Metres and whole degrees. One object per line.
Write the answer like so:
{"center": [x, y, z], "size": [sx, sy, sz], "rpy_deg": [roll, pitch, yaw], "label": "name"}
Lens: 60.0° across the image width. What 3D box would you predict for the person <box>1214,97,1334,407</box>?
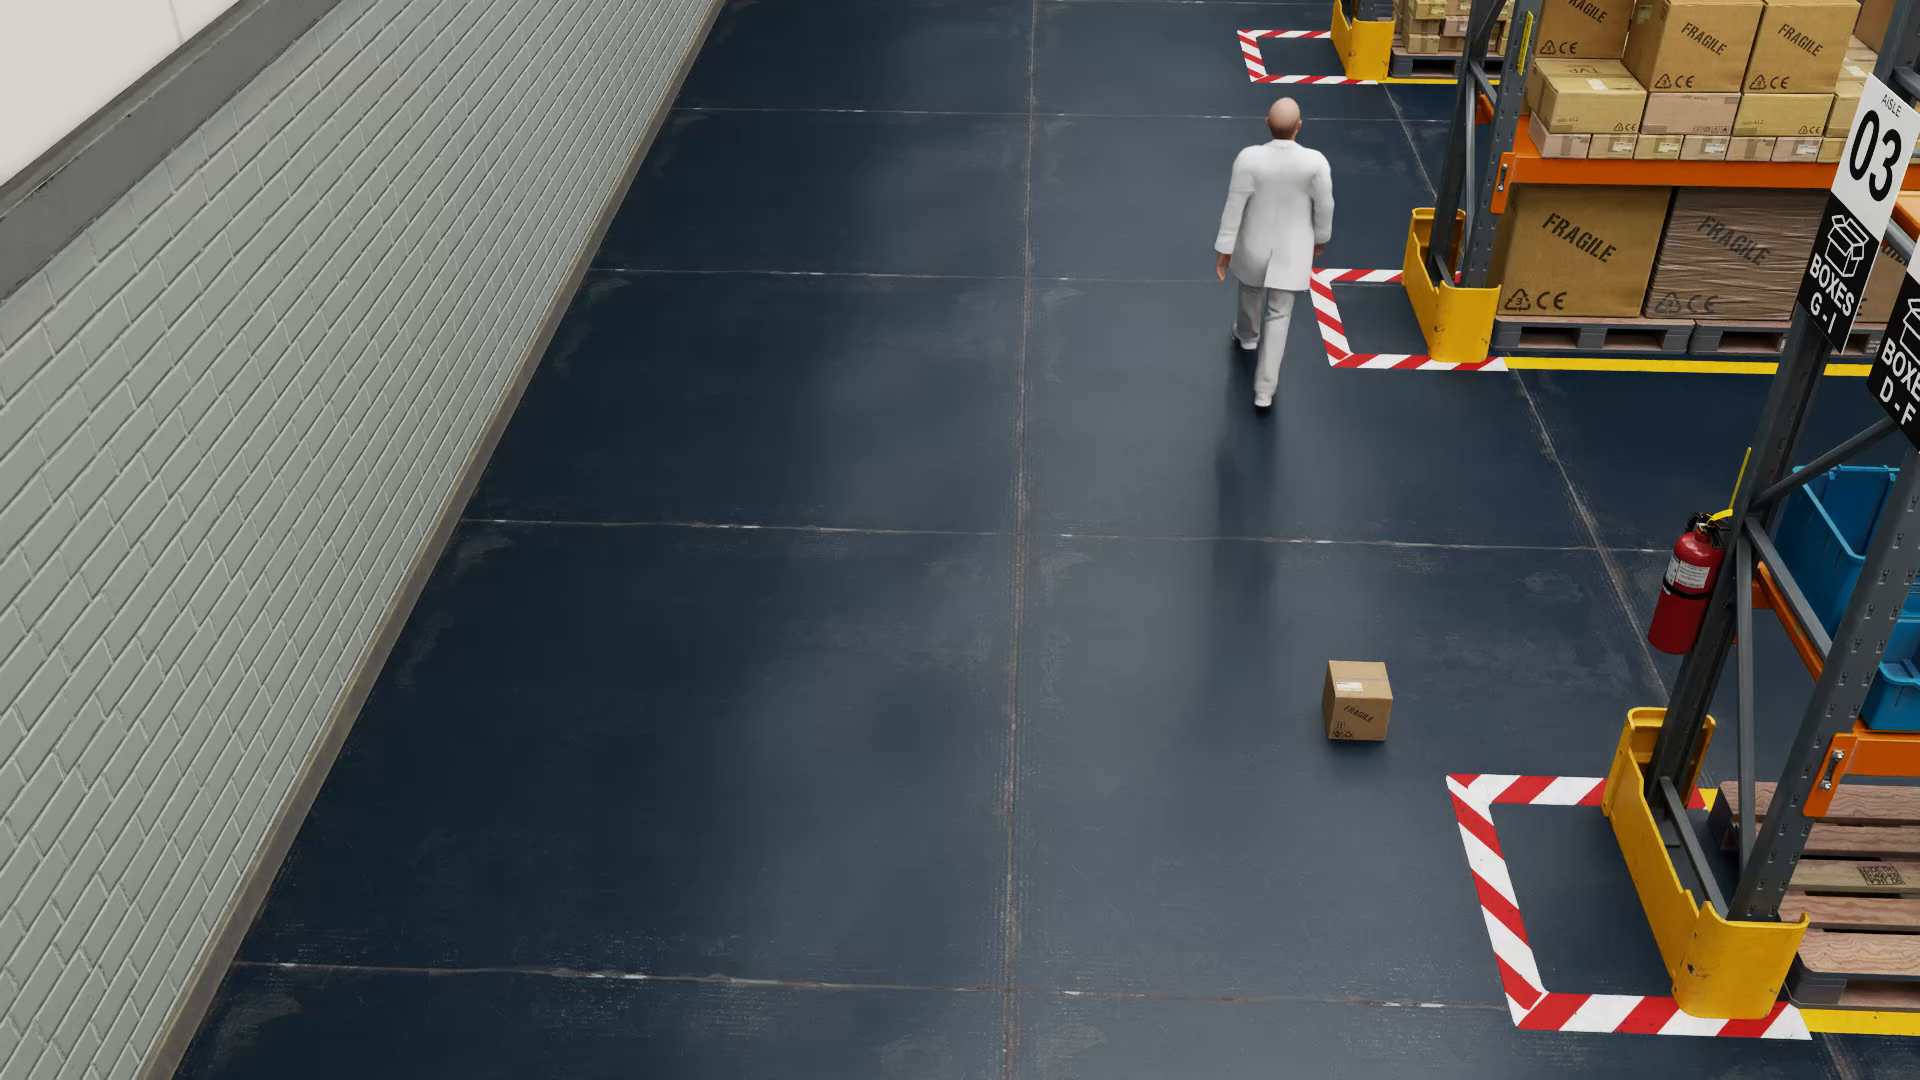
{"center": [1.813, -1.748, 9.585], "size": [0.628, 1.725, 1.062], "rpy_deg": [9, 36, 13], "label": "person"}
